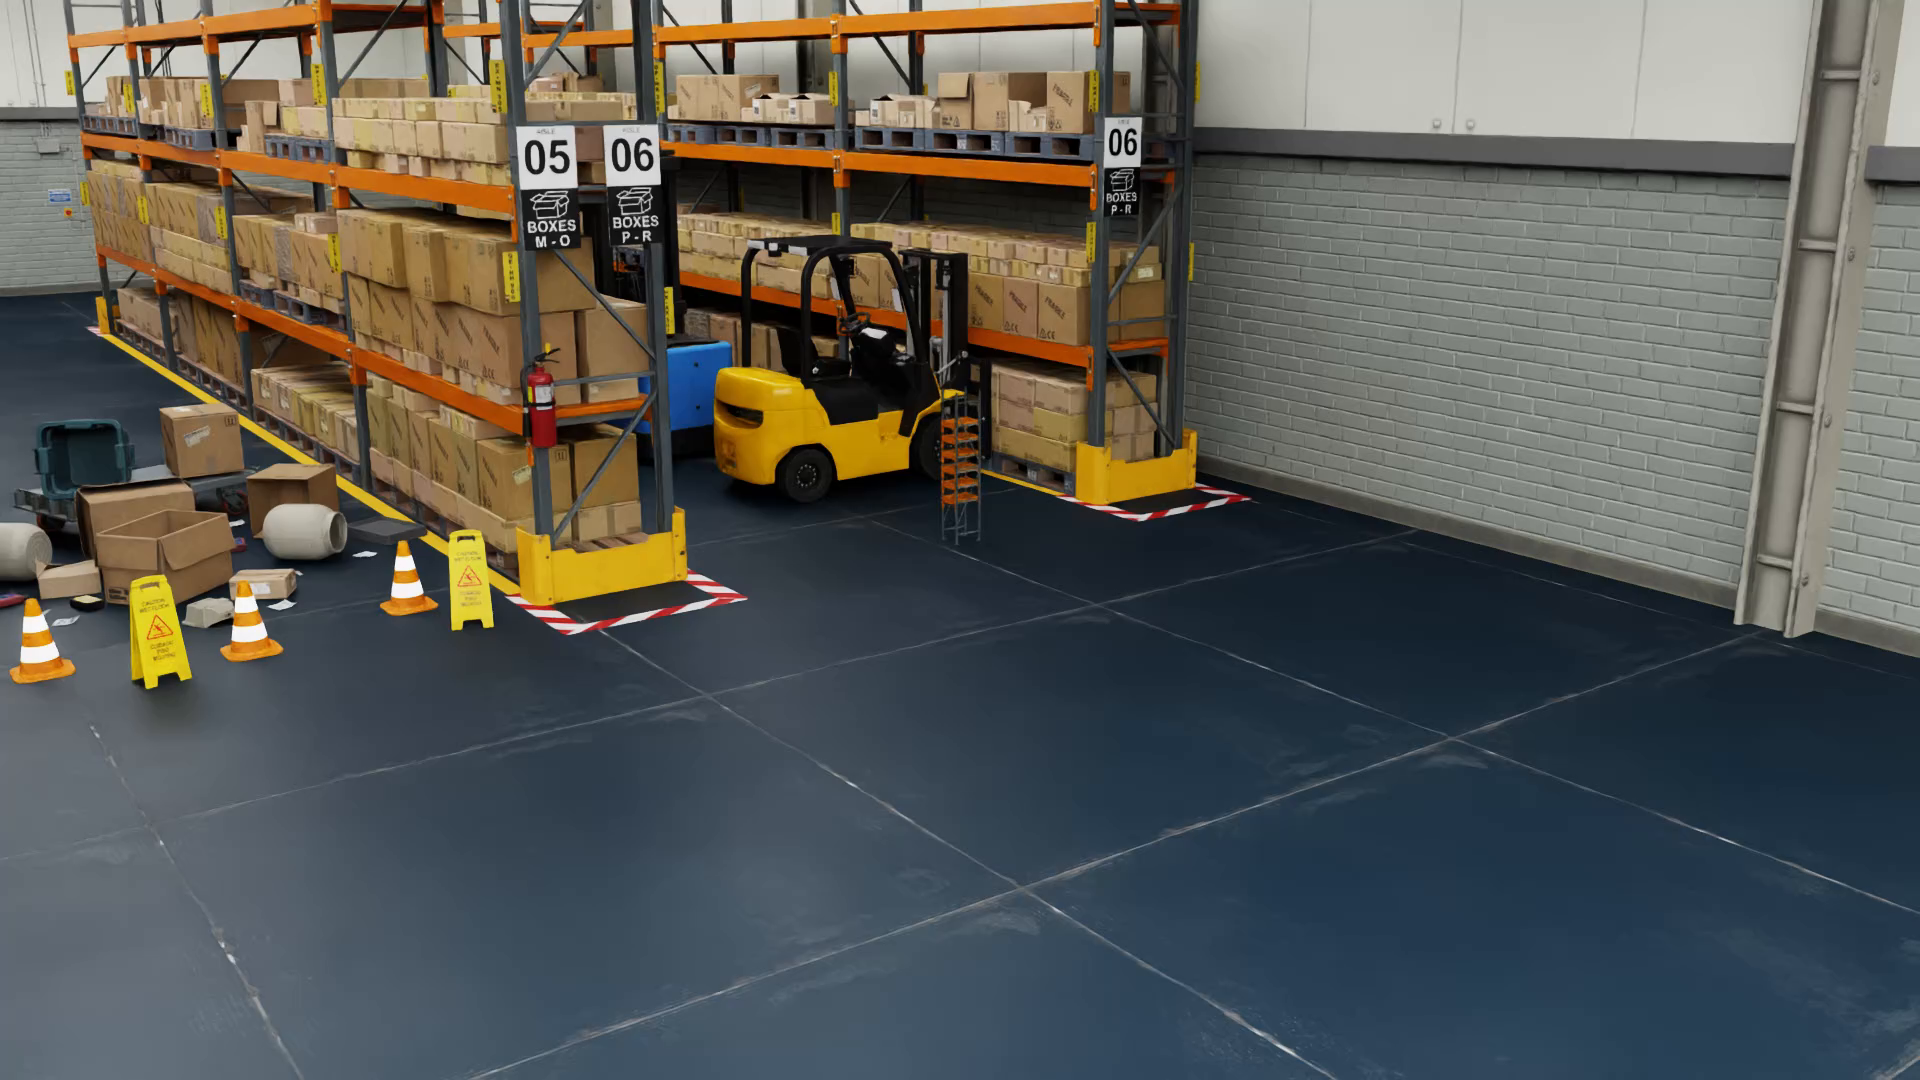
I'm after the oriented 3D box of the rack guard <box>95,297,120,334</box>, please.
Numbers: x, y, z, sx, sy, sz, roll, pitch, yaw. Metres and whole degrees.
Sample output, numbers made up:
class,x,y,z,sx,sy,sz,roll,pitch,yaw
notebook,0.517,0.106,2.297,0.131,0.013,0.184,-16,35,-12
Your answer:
class,x,y,z,sx,sy,sz,roll,pitch,yaw
rack guard,-11.903,-3.313,24.235,1.175,0.500,0.348,-11,19,-35

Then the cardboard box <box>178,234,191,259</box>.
class,x,y,z,sx,sy,sz,roll,pitch,yaw
cardboard box,-8.603,-3.364,19.023,0.500,0.250,0.500,-12,19,-36

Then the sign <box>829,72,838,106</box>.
class,x,y,z,sx,sy,sz,roll,pitch,yaw
sign,-1.253,-4.484,16.521,0.100,0.325,0.005,-11,19,-35

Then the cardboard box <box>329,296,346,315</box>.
class,x,y,z,sx,sy,sz,roll,pitch,yaw
cardboard box,-5.359,-2.100,14.747,0.380,0.149,0.250,-11,19,-34

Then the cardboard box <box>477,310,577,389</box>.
class,x,y,z,sx,sy,sz,roll,pitch,yaw
cardboard box,-3.023,-1.362,11.618,0.500,0.500,0.500,-11,19,-36

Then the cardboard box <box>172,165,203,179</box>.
class,x,y,z,sx,sy,sz,roll,pitch,yaw
cardboard box,-9.860,-4.711,21.295,0.380,0.149,0.250,-11,19,-35

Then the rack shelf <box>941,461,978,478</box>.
class,x,y,z,sx,sy,sz,roll,pitch,yaw
rack shelf,0.009,-0.533,12.918,0.258,0.103,0.180,-11,19,-35

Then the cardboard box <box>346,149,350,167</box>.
class,x,y,z,sx,sy,sz,roll,pitch,yaw
cardboard box,-4.848,-3.171,13.775,0.380,0.149,0.250,-11,19,-35

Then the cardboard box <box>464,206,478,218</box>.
class,x,y,z,sx,sy,sz,roll,pitch,yaw
cardboard box,-7.230,-5.002,25.391,0.500,0.250,0.500,-11,19,-36

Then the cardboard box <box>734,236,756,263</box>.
class,x,y,z,sx,sy,sz,roll,pitch,yaw
cardboard box,-2.201,-3.286,18.738,0.500,0.250,0.500,-11,19,-34

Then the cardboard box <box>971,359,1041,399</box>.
class,x,y,z,sx,sy,sz,roll,pitch,yaw
cardboard box,0.399,-1.491,15.362,0.500,0.250,0.500,-11,19,-34

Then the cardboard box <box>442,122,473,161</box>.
class,x,y,z,sx,sy,sz,roll,pitch,yaw
cardboard box,-3.284,-2.792,11.635,0.500,0.250,0.500,-11,19,-35

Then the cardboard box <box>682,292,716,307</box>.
class,x,y,z,sx,sy,sz,roll,pitch,yaw
cardboard box,-3.361,-3.107,21.458,0.380,0.149,0.250,-10,18,-33

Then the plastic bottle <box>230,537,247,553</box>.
class,x,y,z,sx,sy,sz,roll,pitch,yaw
plastic bottle,-5.591,0.032,12.842,0.133,0.061,0.283,-7,17,-25

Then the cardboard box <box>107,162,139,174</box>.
class,x,y,z,sx,sy,sz,roll,pitch,yaw
cardboard box,-11.153,-4.959,22.201,0.380,0.149,0.250,-11,19,-34

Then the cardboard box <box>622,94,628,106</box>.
class,x,y,z,sx,sy,sz,roll,pitch,yaw
cardboard box,-3.995,-5.497,20.761,0.380,0.149,0.250,-11,19,-35

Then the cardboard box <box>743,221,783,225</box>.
class,x,y,z,sx,sy,sz,roll,pitch,yaw
cardboard box,-2.224,-3.510,18.799,0.380,0.149,0.250,-11,19,-35

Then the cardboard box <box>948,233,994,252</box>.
class,x,y,z,sx,sy,sz,roll,pitch,yaw
cardboard box,0.110,-2.800,15.642,0.380,0.149,0.250,-11,19,-34

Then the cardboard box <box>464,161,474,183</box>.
class,x,y,z,sx,sy,sz,roll,pitch,yaw
cardboard box,-3.219,-2.566,11.563,0.380,0.149,0.250,-10,18,-33

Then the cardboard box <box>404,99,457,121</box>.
class,x,y,z,sx,sy,sz,roll,pitch,yaw
cardboard box,-3.847,-3.156,12.209,0.380,0.149,0.250,-10,18,-33

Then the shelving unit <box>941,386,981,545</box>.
class,x,y,z,sx,sy,sz,roll,pitch,yaw
shelving unit,0.008,-0.576,12.906,0.258,1.200,0.189,-11,19,-35

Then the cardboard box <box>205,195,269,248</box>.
class,x,y,z,sx,sy,sz,roll,pitch,yaw
cardboard box,-7.700,-3.406,17.755,0.500,0.500,0.500,-11,19,-36

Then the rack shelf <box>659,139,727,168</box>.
class,x,y,z,sx,sy,sz,roll,pitch,yaw
rack shelf,-4.348,-5.104,21.722,1.077,0.370,4.000,-11,19,-35

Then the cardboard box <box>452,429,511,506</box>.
class,x,y,z,sx,sy,sz,roll,pitch,yaw
cardboard box,-3.473,-0.577,12.494,0.500,0.500,0.500,-10,18,-33

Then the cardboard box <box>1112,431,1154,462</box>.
class,x,y,z,sx,sy,sz,roll,pitch,yaw
cardboard box,1.401,-0.880,15.023,0.500,0.250,0.500,-11,19,-34

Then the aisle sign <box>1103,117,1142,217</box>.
class,x,y,z,sx,sy,sz,roll,pitch,yaw
aisle sign,1.333,-3.063,13.660,0.394,0.787,0.004,-11,19,-35

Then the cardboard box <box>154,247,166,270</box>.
class,x,y,z,sx,sy,sz,roll,pitch,yaw
cardboard box,-9.491,-3.452,20.292,0.500,0.250,0.500,-11,19,-36

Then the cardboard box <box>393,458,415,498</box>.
class,x,y,z,sx,sy,sz,roll,pitch,yaw
cardboard box,-4.381,-0.548,13.808,0.500,0.250,0.500,-10,18,-31

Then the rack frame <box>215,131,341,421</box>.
class,x,y,z,sx,sy,sz,roll,pitch,yaw
rack frame,-7.185,-2.806,17.645,1.000,3.000,0.127,-11,19,-35

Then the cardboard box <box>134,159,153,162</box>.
class,x,y,z,sx,sy,sz,roll,pitch,yaw
cardboard box,-11.347,-5.261,23.305,0.380,0.149,0.250,-10,18,-34

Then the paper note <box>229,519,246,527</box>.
class,x,y,z,sx,sy,sz,roll,pitch,yaw
paper note,-5.901,-0.141,13.535,0.148,0.019,0.142,-11,19,-35

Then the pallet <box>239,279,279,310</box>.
class,x,y,z,sx,sy,sz,roll,pitch,yaw
pallet,-6.680,-2.577,17.175,1.213,0.211,1.003,-11,19,-35

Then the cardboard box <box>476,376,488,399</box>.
class,x,y,z,sx,sy,sz,roll,pitch,yaw
cardboard box,-3.246,-1.118,11.954,0.380,0.149,0.250,-11,19,-35

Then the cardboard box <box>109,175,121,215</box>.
class,x,y,z,sx,sy,sz,roll,pitch,yaw
cardboard box,-10.924,-4.573,22.020,0.500,0.500,0.500,-11,19,-34

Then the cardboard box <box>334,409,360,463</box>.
class,x,y,z,sx,sy,sz,roll,pitch,yaw
cardboard box,-5.143,-0.998,15.223,0.950,0.372,0.625,-11,19,-34

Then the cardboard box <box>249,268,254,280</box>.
class,x,y,z,sx,sy,sz,roll,pitch,yaw
cardboard box,-7.144,-2.789,17.264,0.380,0.149,0.250,-12,19,-38

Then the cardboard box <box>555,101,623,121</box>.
class,x,y,z,sx,sy,sz,roll,pitch,yaw
cardboard box,-2.525,-2.915,11.328,0.380,0.149,0.250,-11,19,-35

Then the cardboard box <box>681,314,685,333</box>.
class,x,y,z,sx,sy,sz,roll,pitch,yaw
cardboard box,-3.594,-2.631,20.945,0.500,0.500,0.500,-10,18,-33

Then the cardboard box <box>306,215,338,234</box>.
class,x,y,z,sx,sy,sz,roll,pitch,yaw
cardboard box,-5.703,-2.867,15.093,0.380,0.149,0.250,-12,19,-36

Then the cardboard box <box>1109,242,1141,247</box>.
class,x,y,z,sx,sy,sz,roll,pitch,yaw
cardboard box,1.402,-2.545,14.709,0.380,0.149,0.250,-10,18,-33

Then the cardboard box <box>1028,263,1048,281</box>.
class,x,y,z,sx,sy,sz,roll,pitch,yaw
cardboard box,0.824,-2.375,14.654,0.380,0.149,0.250,-10,18,-34

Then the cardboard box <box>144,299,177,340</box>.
class,x,y,z,sx,sy,sz,roll,pitch,yaw
cardboard box,-10.346,-2.968,22.297,0.875,0.438,0.875,-12,19,-36

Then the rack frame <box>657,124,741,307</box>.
class,x,y,z,sx,sy,sz,roll,pitch,yaw
rack frame,-3.172,-3.577,20.463,1.000,3.000,0.127,-11,19,-35

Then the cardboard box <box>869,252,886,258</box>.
class,x,y,z,sx,sy,sz,roll,pitch,yaw
cardboard box,-0.692,-2.920,16.644,0.380,0.149,0.250,-10,18,-33

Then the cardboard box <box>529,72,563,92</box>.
class,x,y,z,sx,sy,sz,roll,pitch,yaw
cardboard box,-5.629,-6.232,22.625,0.396,0.266,0.258,-11,19,-35

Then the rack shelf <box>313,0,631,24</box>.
class,x,y,z,sx,sy,sz,roll,pitch,yaw
rack shelf,-3.657,-4.069,12.267,1.077,0.370,4.000,-11,19,-35

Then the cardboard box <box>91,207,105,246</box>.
class,x,y,z,sx,sy,sz,roll,pitch,yaw
cardboard box,-11.839,-4.415,23.336,0.500,0.500,0.500,-11,19,-35

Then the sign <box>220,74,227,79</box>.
class,x,y,z,sx,sy,sz,roll,pitch,yaw
sign,-9.103,-5.594,20.575,0.100,0.325,0.005,-11,19,-35

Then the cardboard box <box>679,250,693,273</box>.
class,x,y,z,sx,sy,sz,roll,pitch,yaw
cardboard box,-3.109,-3.372,19.998,0.500,0.250,0.500,-11,19,-34

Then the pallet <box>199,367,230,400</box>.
class,x,y,z,sx,sy,sz,roll,pitch,yaw
pallet,-8.301,-1.901,19.622,1.003,0.211,1.213,-11,19,-35

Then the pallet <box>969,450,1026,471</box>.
class,x,y,z,sx,sy,sz,roll,pitch,yaw
pallet,0.335,-0.941,16.113,1.003,0.211,1.213,-11,19,-35

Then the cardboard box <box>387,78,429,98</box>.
class,x,y,z,sx,sy,sz,roll,pitch,yaw
cardboard box,-5.153,-4.061,15.093,0.500,0.250,0.500,-11,19,-36

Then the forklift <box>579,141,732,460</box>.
class,x,y,z,sx,sy,sz,roll,pitch,yaw
forklift,-3.520,-2.486,16.607,1.130,2.935,3.031,-13,20,-39

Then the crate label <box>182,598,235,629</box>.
class,x,y,z,sx,sy,sz,roll,pitch,yaw
crate label,-4.988,0.478,11.069,0.298,0.136,0.250,7,17,23

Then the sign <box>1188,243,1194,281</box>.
class,x,y,z,sx,sy,sz,roll,pitch,yaw
sign,1.984,-2.409,14.407,0.100,0.325,0.005,-11,19,-35

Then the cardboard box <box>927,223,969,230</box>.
class,x,y,z,sx,sy,sz,roll,pitch,yaw
cardboard box,-0.107,-3.092,16.708,0.380,0.149,0.250,-11,19,-35

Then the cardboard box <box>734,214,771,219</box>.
class,x,y,z,sx,sy,sz,roll,pitch,yaw
cardboard box,-2.470,-3.797,19.847,0.380,0.149,0.250,-11,19,-35

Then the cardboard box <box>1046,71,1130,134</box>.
class,x,y,z,sx,sy,sz,roll,pitch,yaw
cardboard box,1.075,-3.671,13.951,0.500,0.500,0.500,-10,18,-33
